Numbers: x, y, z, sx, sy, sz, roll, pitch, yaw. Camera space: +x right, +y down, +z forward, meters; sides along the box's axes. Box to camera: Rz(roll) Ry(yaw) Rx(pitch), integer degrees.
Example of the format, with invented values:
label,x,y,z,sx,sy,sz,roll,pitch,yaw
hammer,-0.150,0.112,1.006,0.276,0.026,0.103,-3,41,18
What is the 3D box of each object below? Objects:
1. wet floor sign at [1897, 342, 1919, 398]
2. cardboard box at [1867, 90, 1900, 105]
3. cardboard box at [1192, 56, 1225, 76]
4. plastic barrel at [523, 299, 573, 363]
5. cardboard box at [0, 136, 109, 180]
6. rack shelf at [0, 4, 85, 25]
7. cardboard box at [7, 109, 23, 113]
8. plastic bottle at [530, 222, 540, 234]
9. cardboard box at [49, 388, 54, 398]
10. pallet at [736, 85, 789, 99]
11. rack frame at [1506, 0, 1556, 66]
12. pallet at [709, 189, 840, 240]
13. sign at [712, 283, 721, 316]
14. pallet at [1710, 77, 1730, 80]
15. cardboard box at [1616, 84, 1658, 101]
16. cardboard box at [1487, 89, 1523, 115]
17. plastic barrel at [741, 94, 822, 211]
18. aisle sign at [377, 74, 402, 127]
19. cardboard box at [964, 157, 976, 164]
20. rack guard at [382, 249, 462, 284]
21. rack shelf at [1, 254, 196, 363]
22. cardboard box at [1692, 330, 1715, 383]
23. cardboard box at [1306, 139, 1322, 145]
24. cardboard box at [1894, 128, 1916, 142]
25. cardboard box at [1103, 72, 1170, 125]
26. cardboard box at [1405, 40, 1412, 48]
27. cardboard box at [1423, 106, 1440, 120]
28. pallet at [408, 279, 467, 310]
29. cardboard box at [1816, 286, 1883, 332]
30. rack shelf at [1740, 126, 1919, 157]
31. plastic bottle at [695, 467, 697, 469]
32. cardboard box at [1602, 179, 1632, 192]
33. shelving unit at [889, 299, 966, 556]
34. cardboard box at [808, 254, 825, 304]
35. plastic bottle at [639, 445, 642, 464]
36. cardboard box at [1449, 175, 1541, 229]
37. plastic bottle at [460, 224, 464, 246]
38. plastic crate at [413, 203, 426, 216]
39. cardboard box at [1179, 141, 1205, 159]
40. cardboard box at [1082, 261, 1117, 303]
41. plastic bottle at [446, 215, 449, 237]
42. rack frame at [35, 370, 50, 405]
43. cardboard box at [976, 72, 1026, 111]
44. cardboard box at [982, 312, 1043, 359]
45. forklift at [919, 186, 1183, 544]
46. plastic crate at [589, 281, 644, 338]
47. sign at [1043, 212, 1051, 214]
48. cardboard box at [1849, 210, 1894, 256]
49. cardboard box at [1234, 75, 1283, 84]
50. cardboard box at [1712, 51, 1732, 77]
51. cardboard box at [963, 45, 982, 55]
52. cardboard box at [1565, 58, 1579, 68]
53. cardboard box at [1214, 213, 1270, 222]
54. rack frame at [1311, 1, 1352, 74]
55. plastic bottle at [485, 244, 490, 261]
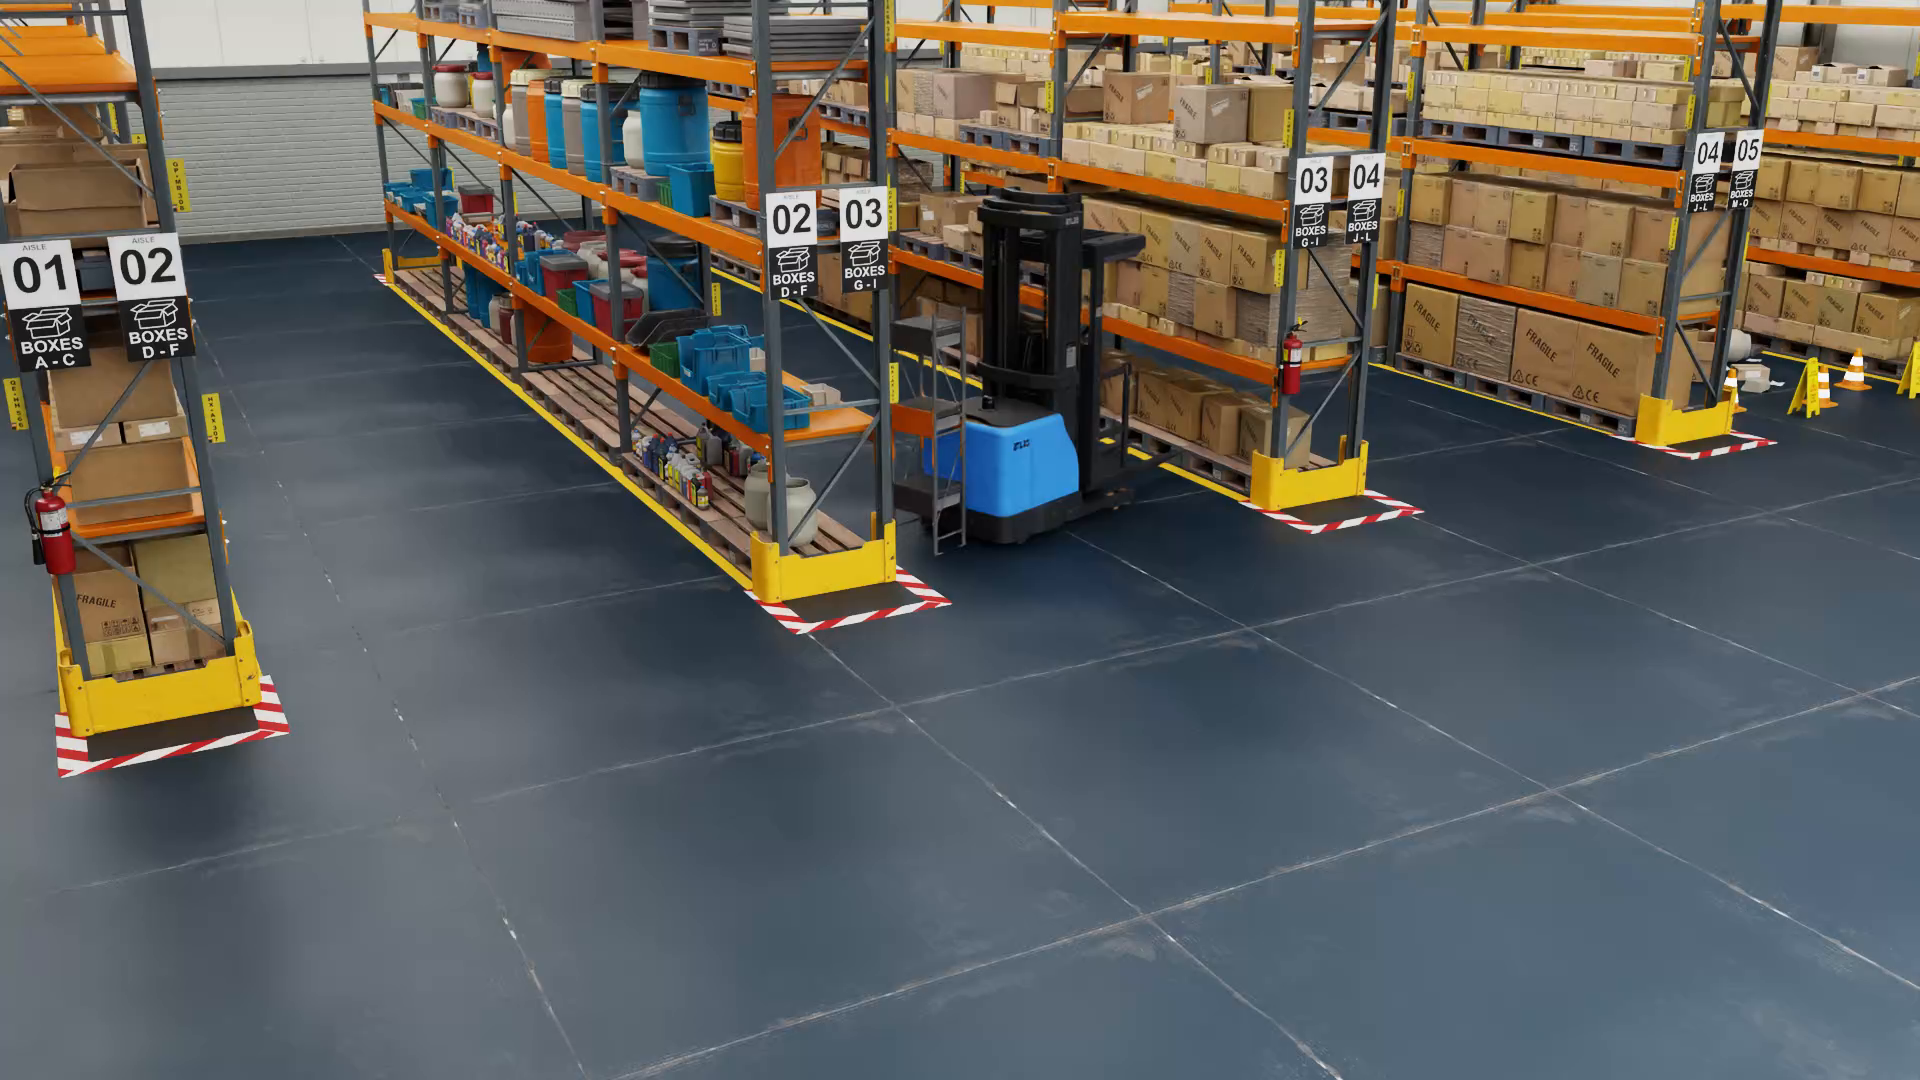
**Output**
label,x,y,z,sx,sy,sz,roll,pitch,yaw
wet floor sign,11.208,-2.002,19.443,0.267,0.644,0.232,-3,19,-8
cardboard box,11.228,-5.365,20.144,0.380,0.149,0.250,-10,21,-27
cardboard box,3.531,-6.739,23.636,0.396,0.266,0.258,-10,21,-27
plastic barrel,-5.067,-2.640,20.366,0.600,0.830,0.708,-10,21,-27
cardboard box,-6.611,-2.654,12.109,0.797,0.503,0.637,-7,20,-21
rack shelf,-12.030,-6.780,21.591,1.077,0.370,4.000,-10,21,-27
cardboard box,-9.907,-4.444,18.160,0.910,0.500,0.500,-10,21,-27
plastic bottle,-5.472,-3.925,21.482,0.144,0.351,0.185,-10,21,-27
cardboard box,-6.221,-0.997,11.774,0.380,0.149,0.250,-9,21,-25
pallet,-2.740,-6.857,25.442,1.003,0.211,1.213,-10,21,-27
rack frame,10.727,-10.385,30.933,1.000,3.000,0.127,-10,21,-27
pallet,-1.328,-2.614,13.299,1.003,0.211,1.213,-10,21,-27
sign,-2.431,-2.394,16.546,0.100,0.325,0.005,-10,21,-27
pallet,13.028,-7.549,27.601,1.213,0.211,1.003,-9,21,-24
cardboard box,7.053,-4.651,17.277,0.380,0.149,0.250,-10,21,-26
cardboard box,6.318,-4.948,18.750,0.500,0.250,0.500,-10,22,-27
plastic barrel,-1.364,-2.972,12.745,0.600,0.830,0.708,-10,21,-27
aisle sign,-8.915,-6.829,25.839,0.394,0.787,0.004,-10,21,-27
cardboard box,0.400,-6.999,29.706,0.500,0.500,0.500,-10,21,-27
rack guard,-8.642,-4.449,26.758,1.175,0.500,0.348,-10,21,-27
rack shelf,-6.332,-1.918,12.097,1.077,0.370,4.000,-10,21,-27
cardboard box,8.997,-2.267,20.429,0.637,0.503,0.797,7,20,20
cardboard box,6.317,-7.129,29.006,0.500,0.500,0.500,-10,21,-26
cardboard box,11.400,-4.841,19.849,0.380,0.149,0.250,-9,21,-25
cardboard box,1.876,-4.701,17.681,0.500,0.500,0.500,-11,22,-28
cardboard box,9.293,-9.965,33.319,0.500,0.250,0.500,-10,22,-27
cardboard box,5.725,-5.075,19.730,0.380,0.149,0.250,-10,22,-28
pallet,-7.686,-3.715,25.074,1.003,0.211,1.213,-10,21,-27
cardboard box,11.198,-2.927,20.937,0.500,0.500,0.500,-9,21,-25
rack shelf,11.109,-4.987,20.989,1.077,0.370,4.000,-10,21,-27
plastic bottle,-2.437,-0.572,15.305,0.097,0.201,0.097,0,19,0
cardboard box,9.502,-5.109,23.585,0.500,0.500,0.500,-10,21,-26
shelving unit,-0.274,-0.955,14.180,0.503,2.100,0.431,16,24,38
cardboard box,-1.614,-4.002,24.243,1.225,0.875,0.875,-11,22,-29
plastic bottle,-3.059,-0.848,16.107,0.097,0.201,0.097,0,19,0
cardboard box,6.360,-4.018,19.790,0.875,0.550,0.550,-10,21,-27
plastic bottle,-6.499,-3.996,21.792,0.061,0.283,0.133,-10,21,-27
plastic crate,-7.811,-4.834,24.355,0.293,0.136,0.466,-10,21,-27
cardboard box,2.320,-3.741,15.895,0.380,0.149,0.250,-11,22,-29
cardboard box,1.804,-2.848,17.678,0.875,0.500,0.500,-10,21,-27
plastic bottle,-6.921,-4.251,22.531,0.061,0.283,0.133,-10,21,-27
rack frame,-7.282,-1.415,14.133,1.000,3.000,0.127,-10,21,-27
cardboard box,0.460,-5.410,20.192,0.500,0.500,0.500,-10,21,-26
cardboard box,0.690,-2.454,20.303,0.700,0.500,0.500,-12,22,-31
forklift,0.975,-1.755,15.224,1.130,2.935,3.031,16,24,38
plastic crate,-3.420,-2.303,16.608,0.402,0.464,0.583,-10,21,-27
sign,0.951,-3.408,18.135,0.100,0.325,0.005,-10,21,-27
cardboard box,11.325,-3.780,20.379,0.500,0.500,0.500,-10,21,-27
cardboard box,4.102,-6.215,22.786,0.500,0.311,0.500,-10,21,-27
cardboard box,12.756,-7.867,27.281,0.500,0.500,0.500,-10,21,-26
cardboard box,0.276,-8.611,29.240,0.380,0.149,0.250,-10,21,-27
cardboard box,11.119,-8.580,29.887,0.380,0.149,0.250,-9,21,-25
cardboard box,2.846,-2.948,16.435,0.500,0.500,0.500,-10,21,-27
rack frame,6.361,-9.616,28.702,1.000,3.000,0.127,-10,21,-27
plastic bottle,-5.860,-3.583,20.721,0.097,0.201,0.097,0,19,0
